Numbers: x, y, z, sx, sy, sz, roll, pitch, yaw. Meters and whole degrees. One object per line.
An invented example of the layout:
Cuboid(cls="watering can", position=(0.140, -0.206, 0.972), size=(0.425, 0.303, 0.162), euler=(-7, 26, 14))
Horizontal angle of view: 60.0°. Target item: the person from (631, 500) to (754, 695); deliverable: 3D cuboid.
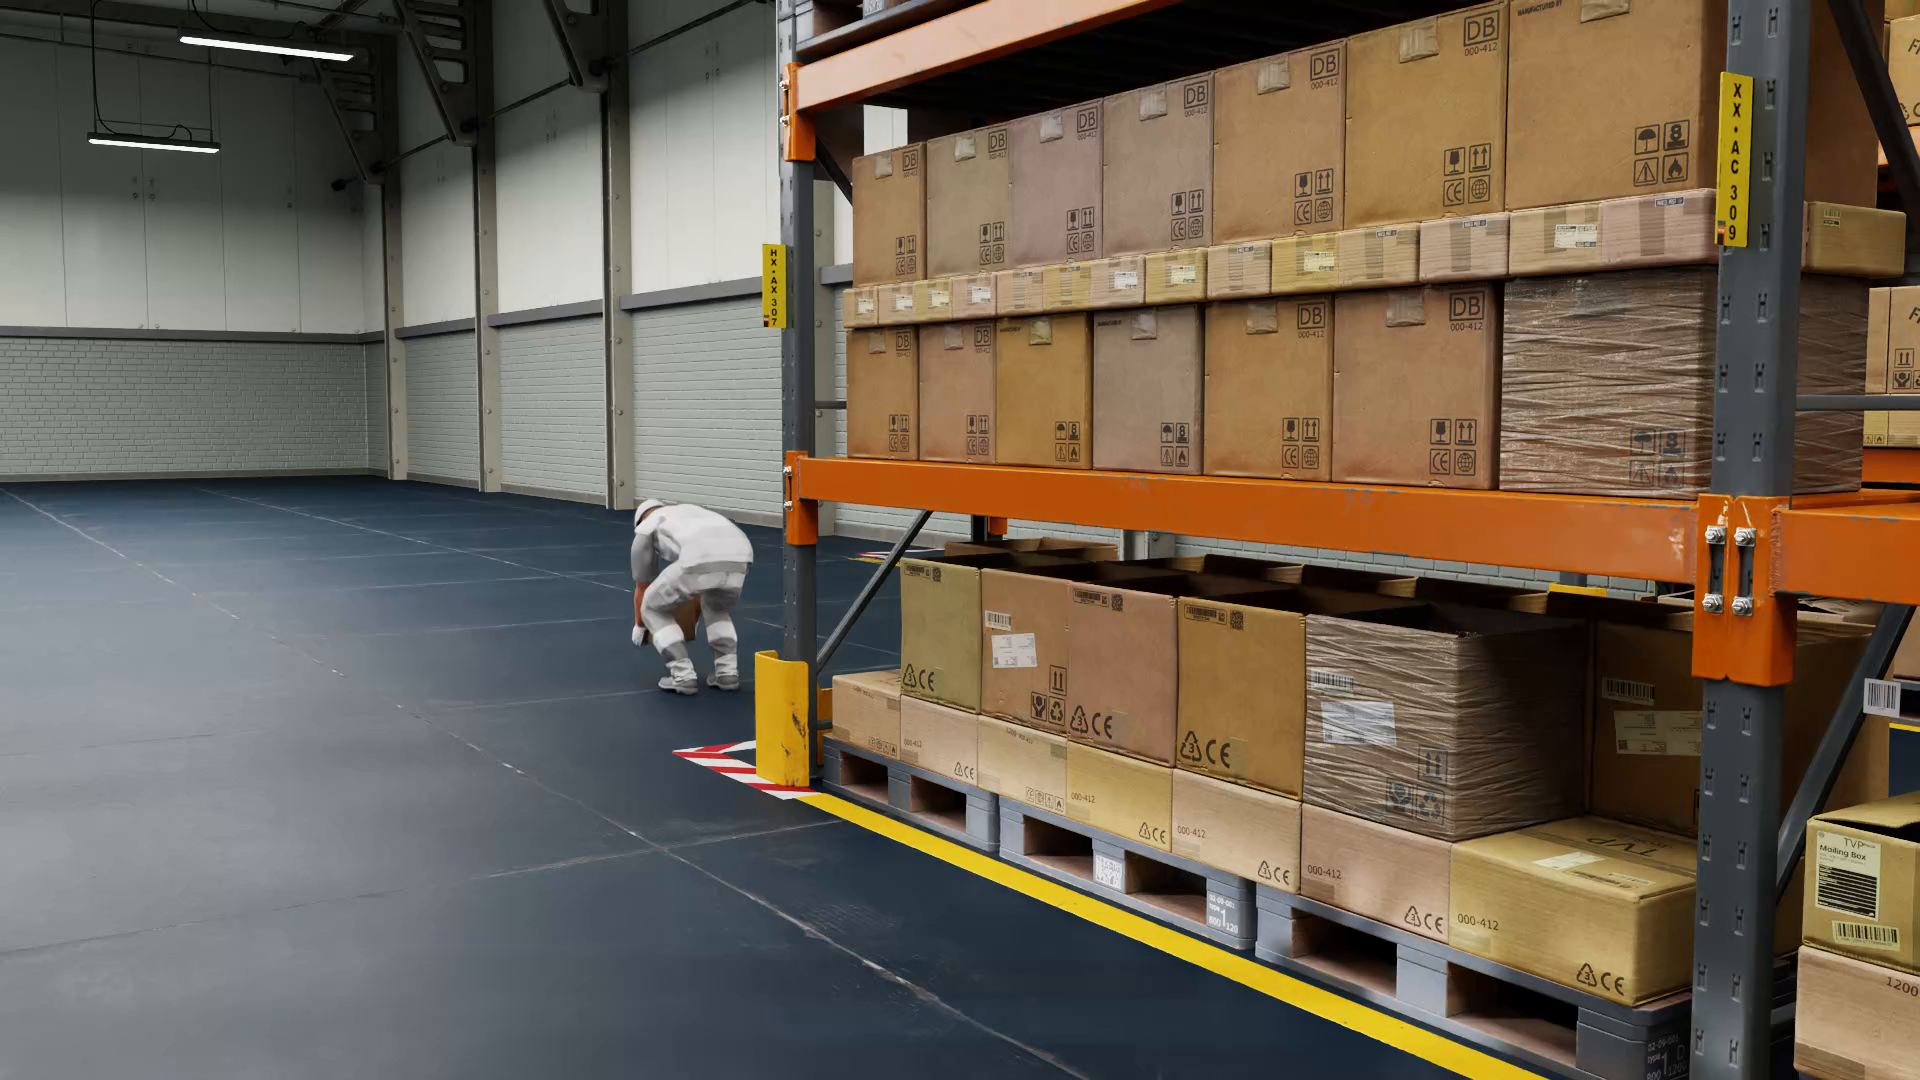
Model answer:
Cuboid(cls="person", position=(-1.476, 0.293, 8.945), size=(0.536, 0.991, 0.953), euler=(-3, 6, -36))
